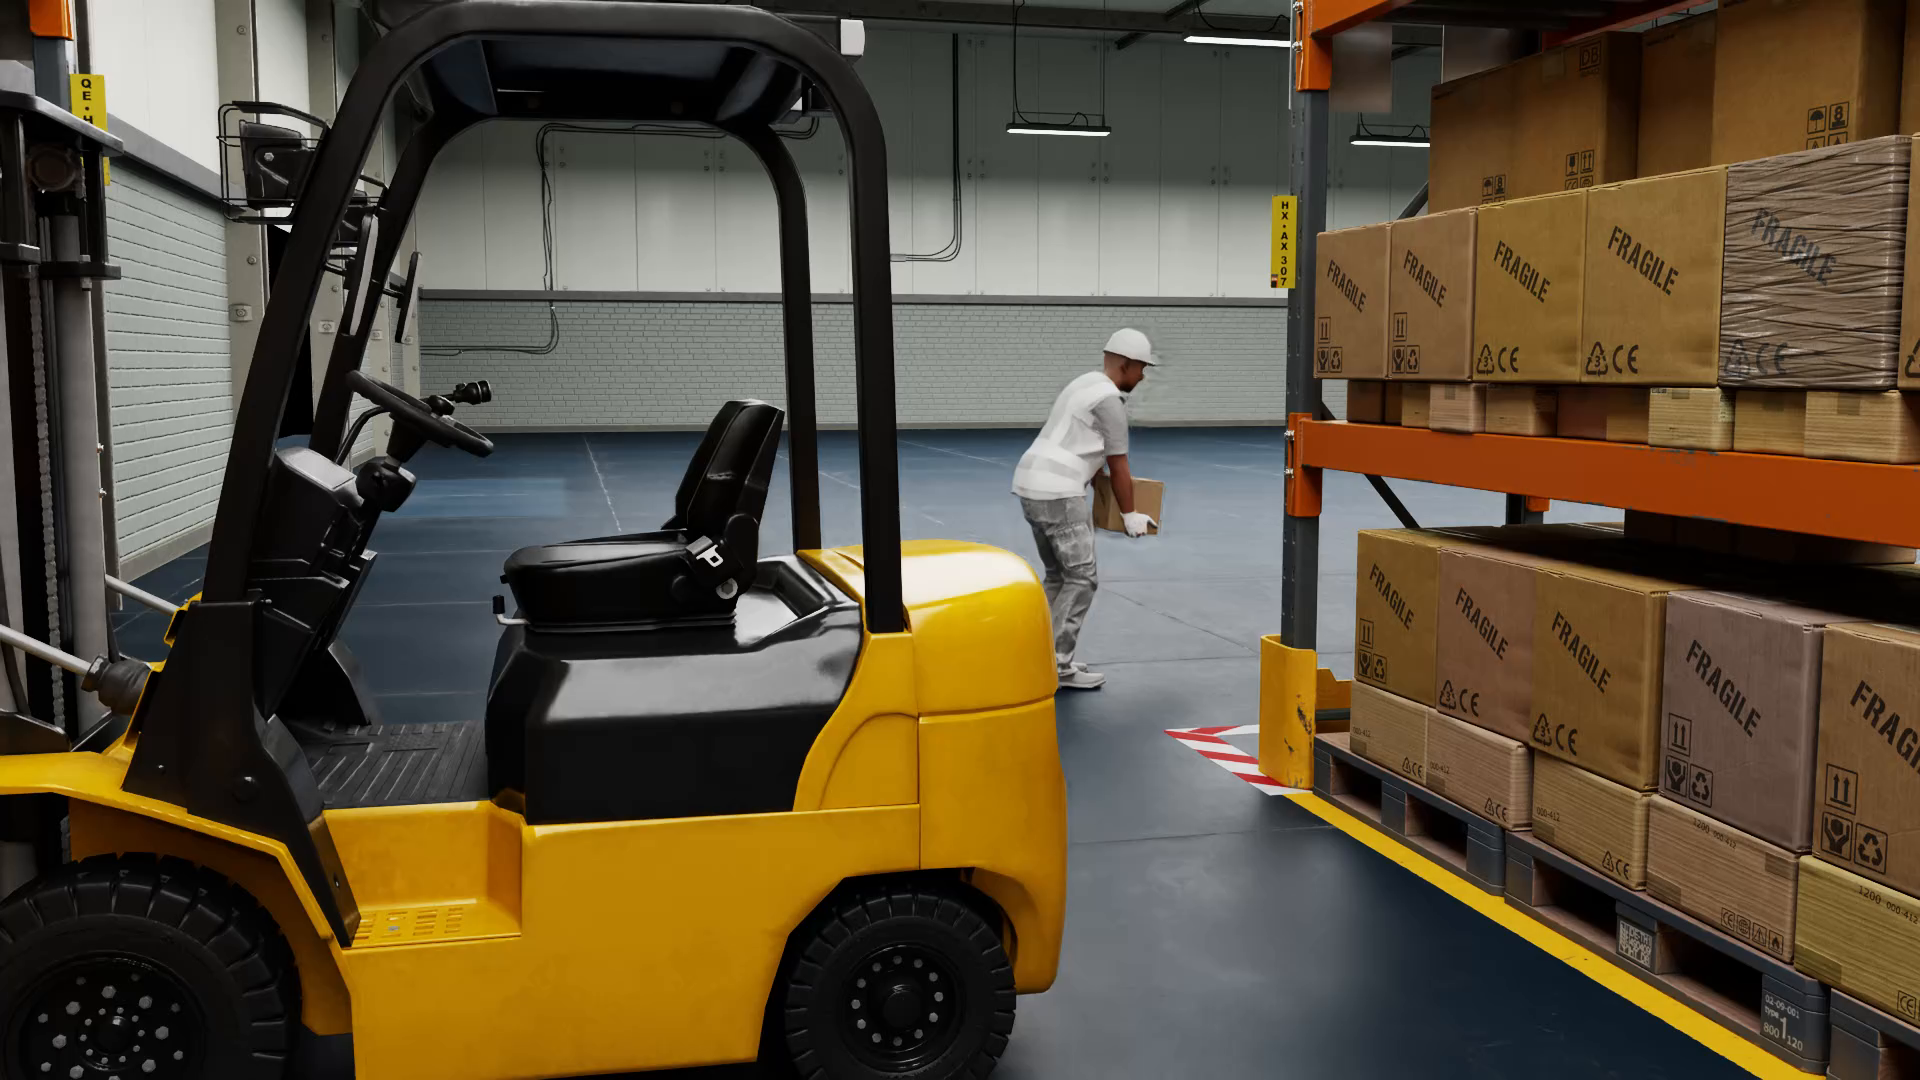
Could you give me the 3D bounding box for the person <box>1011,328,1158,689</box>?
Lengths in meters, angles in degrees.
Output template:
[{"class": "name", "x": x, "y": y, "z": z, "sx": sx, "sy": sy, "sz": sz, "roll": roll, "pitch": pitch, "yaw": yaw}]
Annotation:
[{"class": "person", "x": 0.596, "y": -0.158, "z": 7.837, "sx": 0.696, "sy": 1.668, "sz": 0.486, "roll": -2, "pitch": 6, "yaw": -14}]
